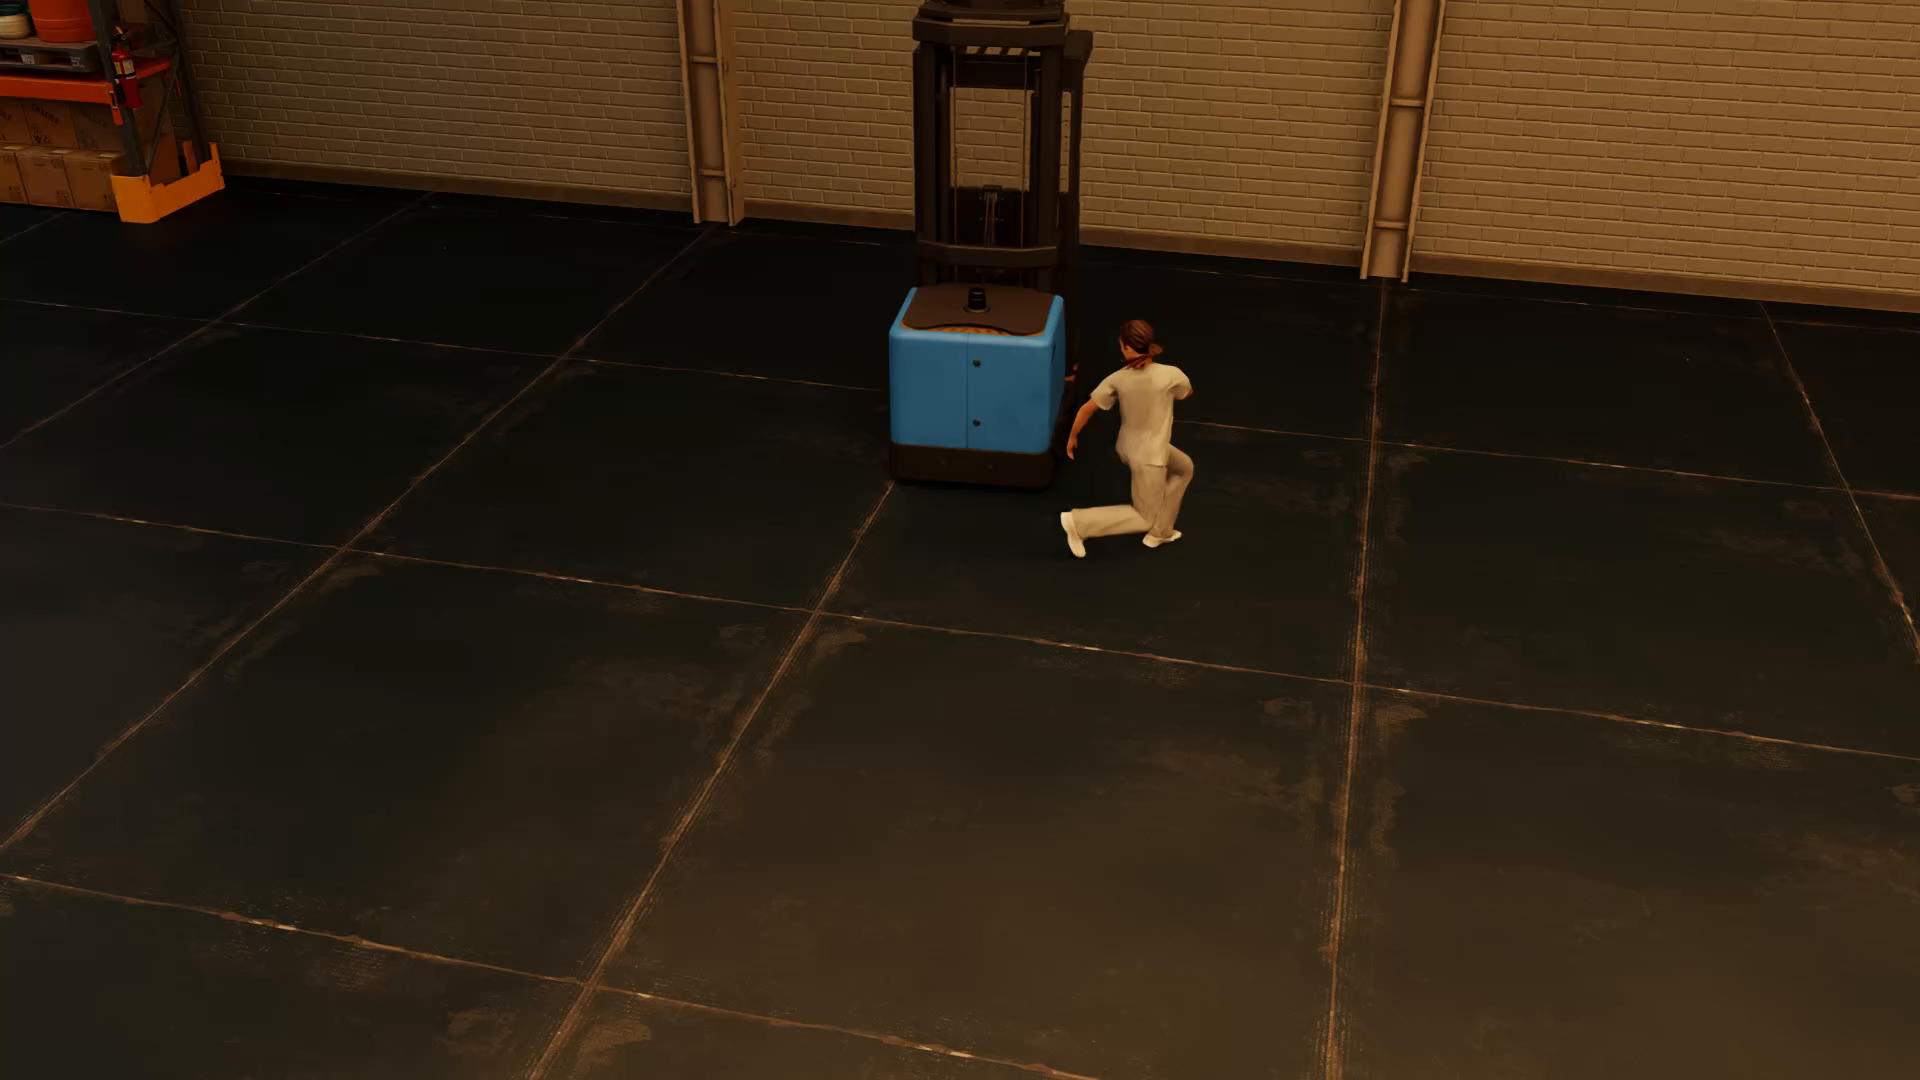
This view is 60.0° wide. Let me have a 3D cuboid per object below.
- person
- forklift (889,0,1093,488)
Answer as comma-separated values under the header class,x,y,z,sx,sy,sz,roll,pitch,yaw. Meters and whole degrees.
class,x,y,z,sx,sy,sz,roll,pitch,yaw
person,0.987,-0.579,9.759,0.867,1.453,0.576,-18,34,-28
forklift,0.281,-2.314,11.254,1.130,2.935,3.031,4,30,8
